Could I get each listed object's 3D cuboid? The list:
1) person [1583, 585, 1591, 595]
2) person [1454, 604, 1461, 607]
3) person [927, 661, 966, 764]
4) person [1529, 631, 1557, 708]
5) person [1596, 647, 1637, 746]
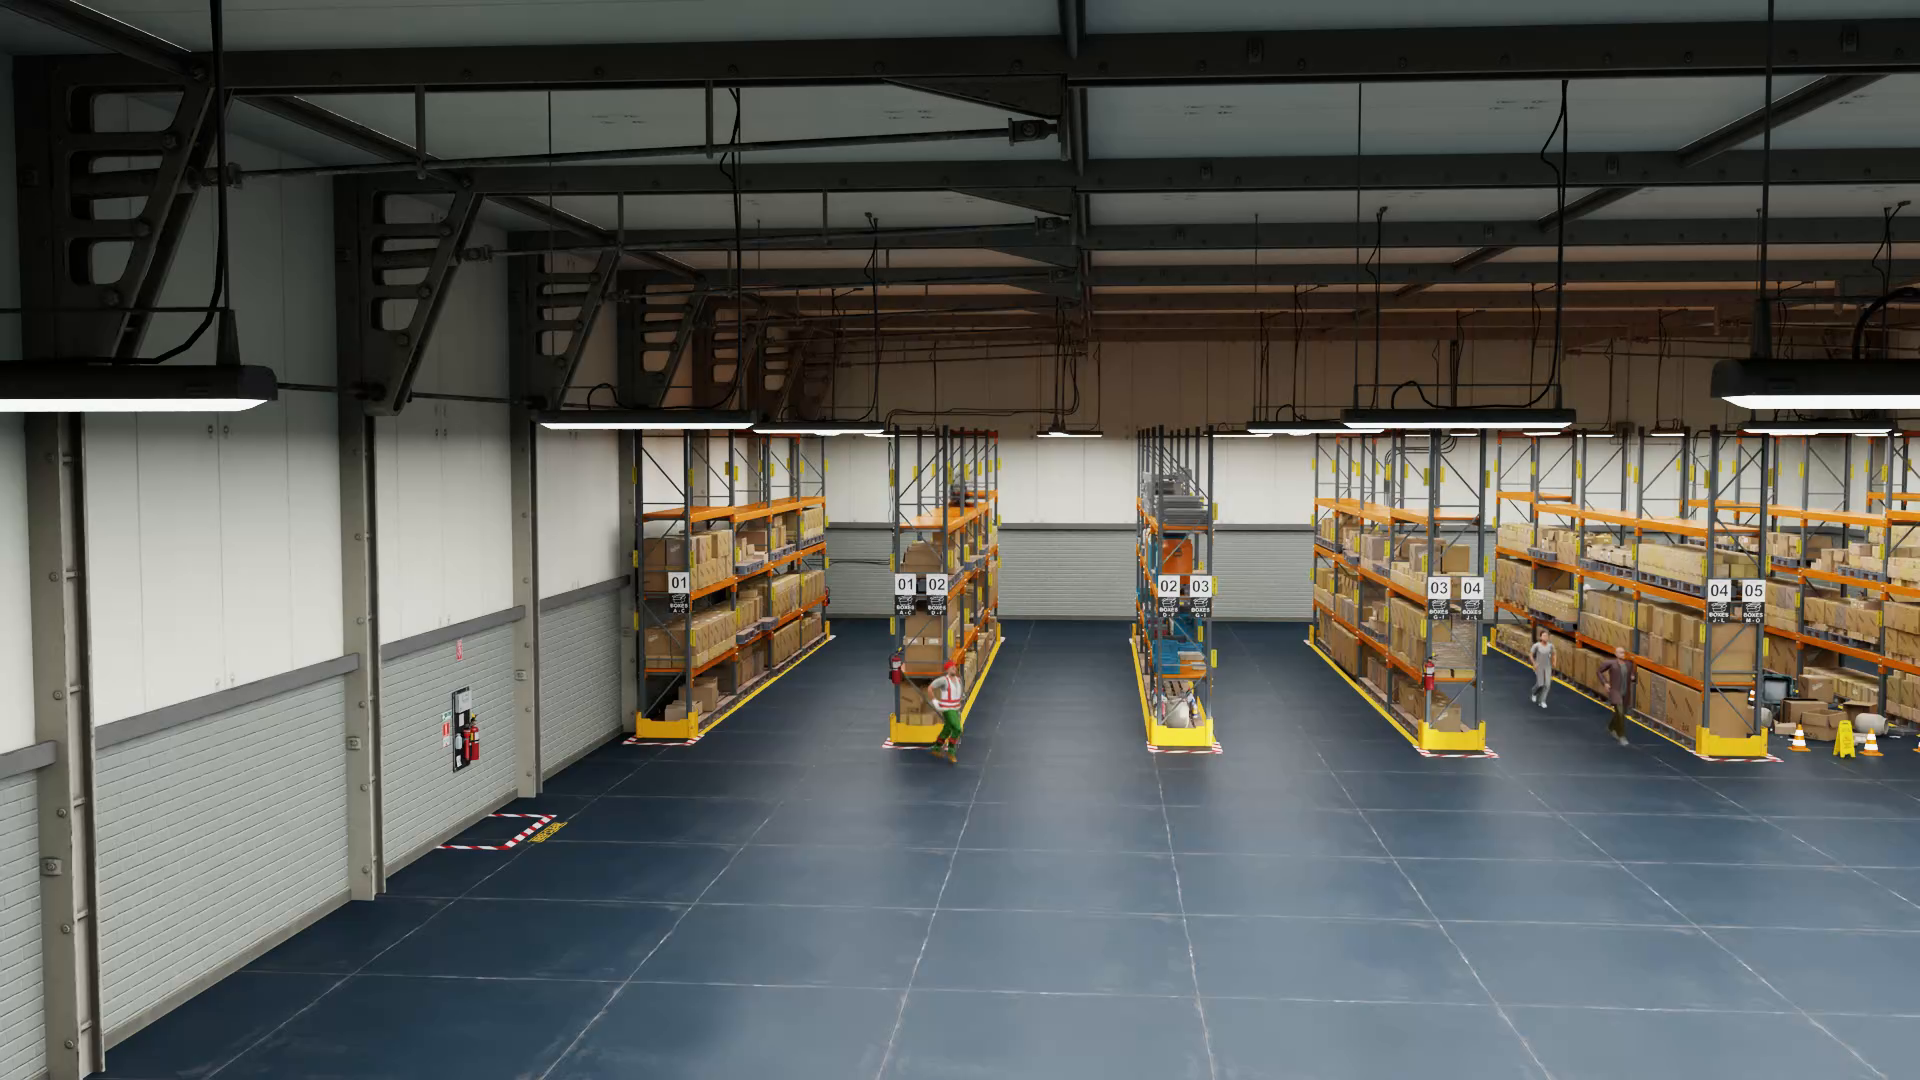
[{"bbox_3d":[18.191,2.092,47.344,1.032,1.631,0.697,1,4,13],"label":"person"},{"bbox_3d":[13.421,2.186,44.672,0.632,1.772,0.740,1,4,13],"label":"person"},{"bbox_3d":[-0.200,3.056,29.658,0.705,1.820,0.651,2,4,34],"label":"person"},{"bbox_3d":[12.548,2.760,35.787,0.582,1.642,0.565,0,3,-1],"label":"person"},{"bbox_3d":[12.487,2.932,31.529,0.694,1.823,0.876,-1,3,-11],"label":"person"}]
